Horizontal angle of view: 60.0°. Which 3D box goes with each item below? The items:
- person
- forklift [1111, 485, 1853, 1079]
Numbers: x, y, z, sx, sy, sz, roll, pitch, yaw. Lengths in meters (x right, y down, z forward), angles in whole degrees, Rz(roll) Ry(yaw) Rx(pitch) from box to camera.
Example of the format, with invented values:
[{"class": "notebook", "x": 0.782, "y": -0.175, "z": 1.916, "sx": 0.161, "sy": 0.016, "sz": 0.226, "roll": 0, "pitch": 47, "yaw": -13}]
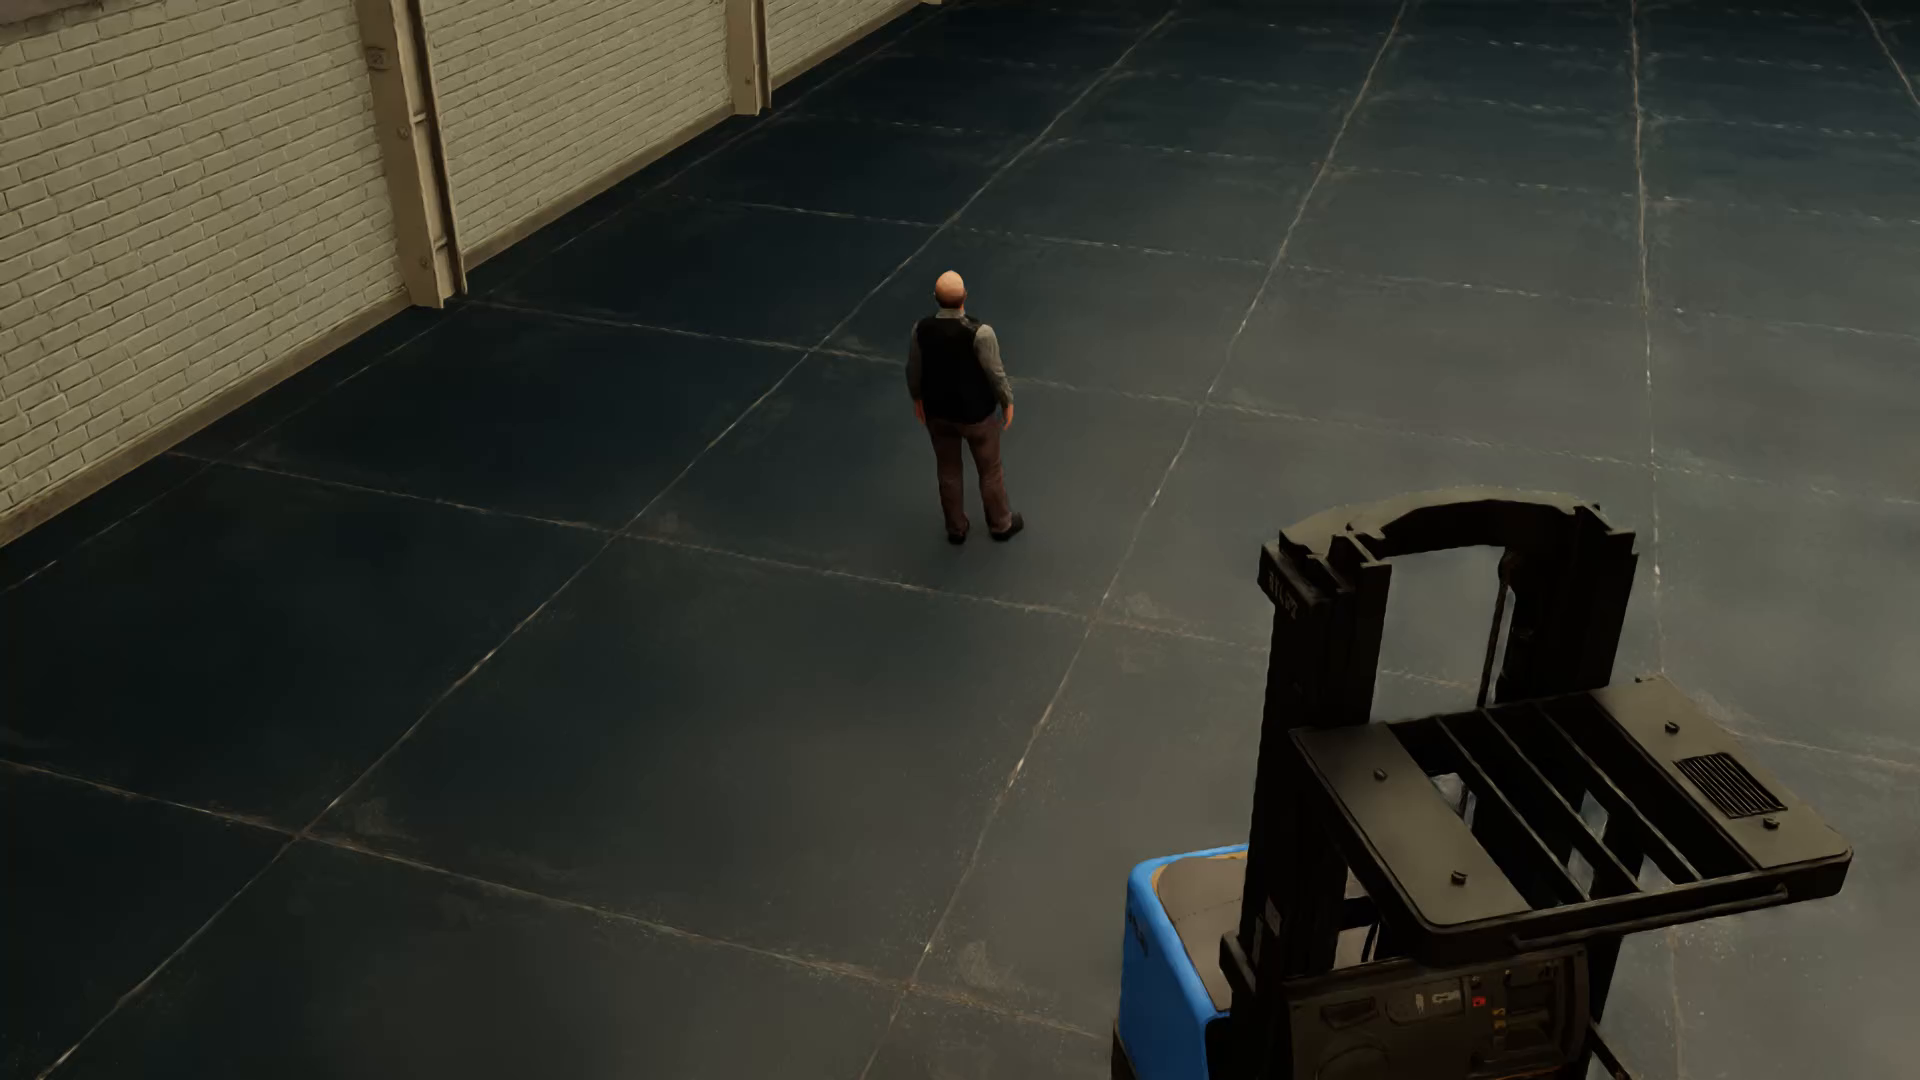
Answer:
[{"class": "person", "x": 0.028, "y": -0.782, "z": 9.715, "sx": 0.632, "sy": 1.720, "sz": 0.567, "roll": 10, "pitch": 31, "yaw": 16}, {"class": "forklift", "x": 1.427, "y": 1.456, "z": 4.582, "sx": 1.130, "sy": 2.935, "sz": 3.031, "roll": -7, "pitch": 30, "yaw": -12}]
